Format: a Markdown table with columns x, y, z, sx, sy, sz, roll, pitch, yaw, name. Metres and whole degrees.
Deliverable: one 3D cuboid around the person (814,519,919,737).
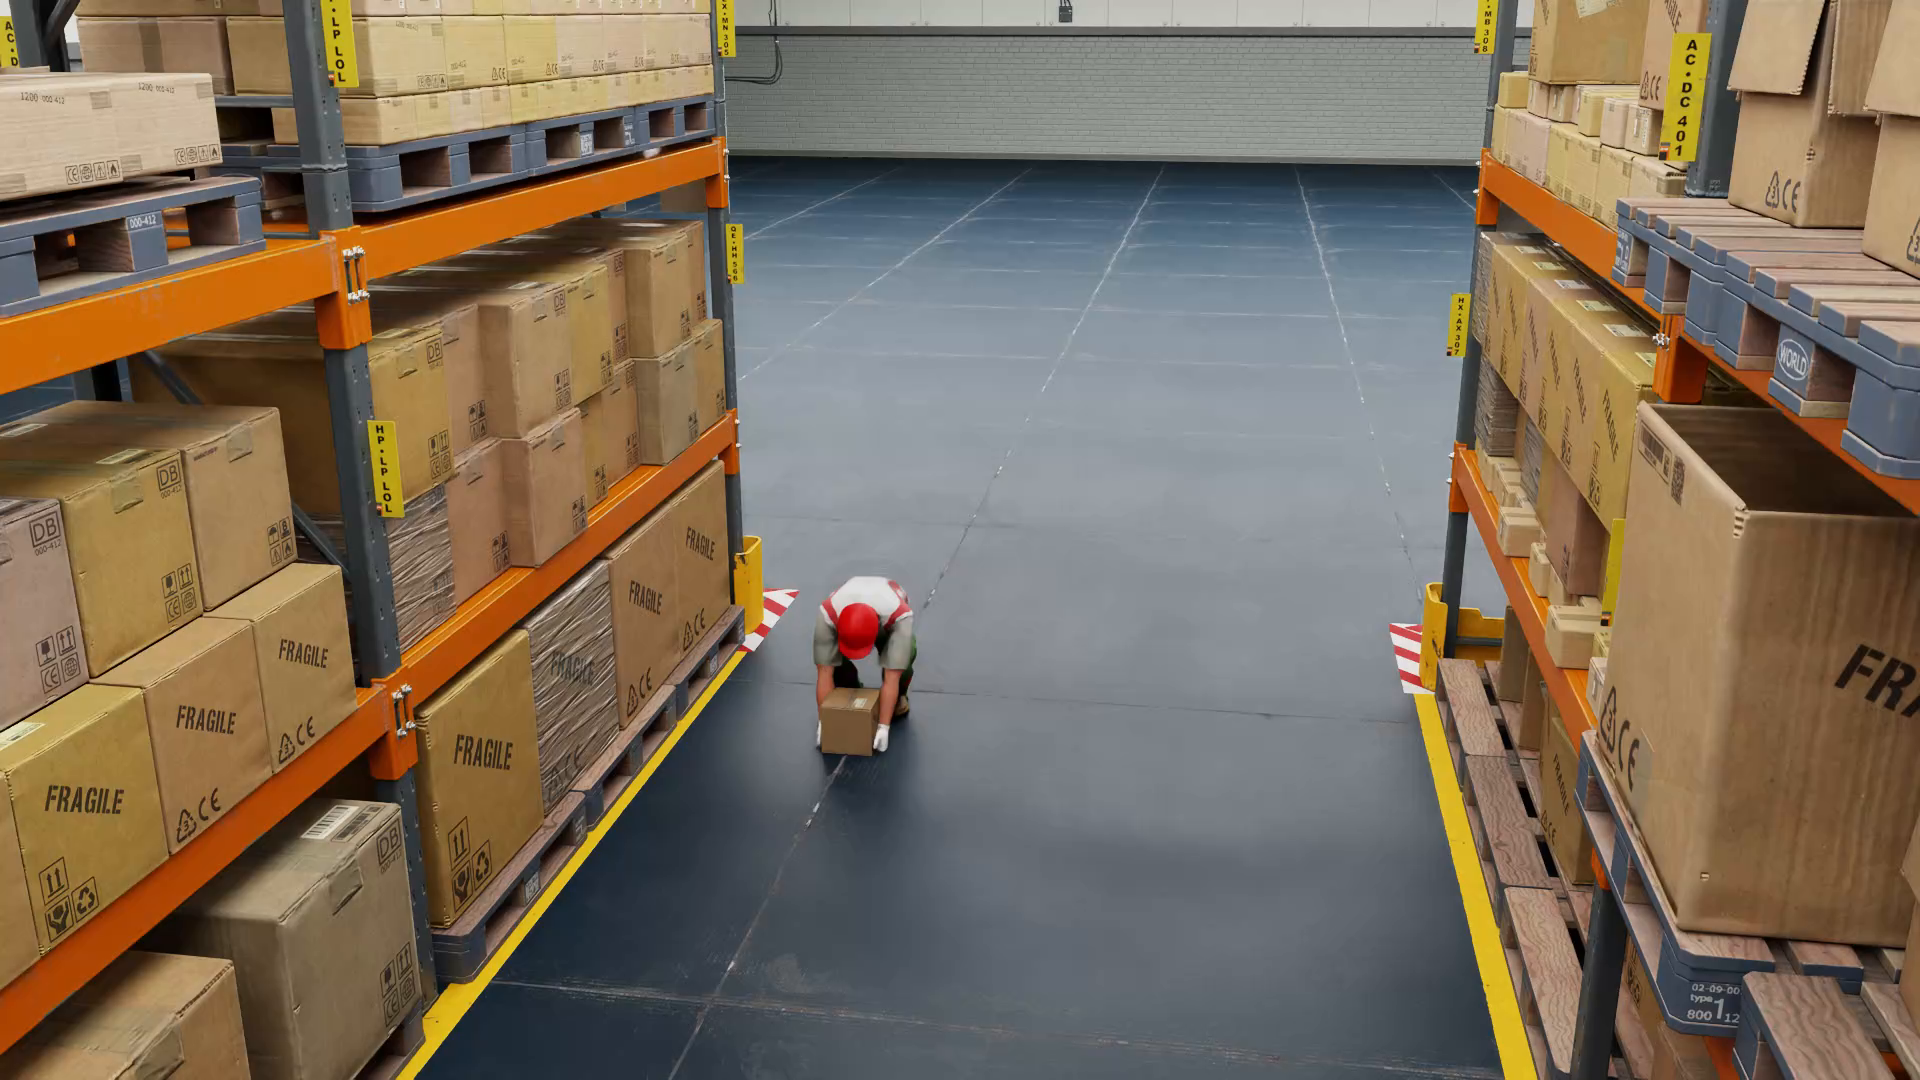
| x | y | z | sx | sy | sz | roll | pitch | yaw | name |
| --- | --- | --- | --- | --- | --- | --- | --- | --- | --- |
| -0.477 | 0.452 | 8.390 | 0.523 | 0.997 | 0.950 | 2 | 18 | 6 | person |
